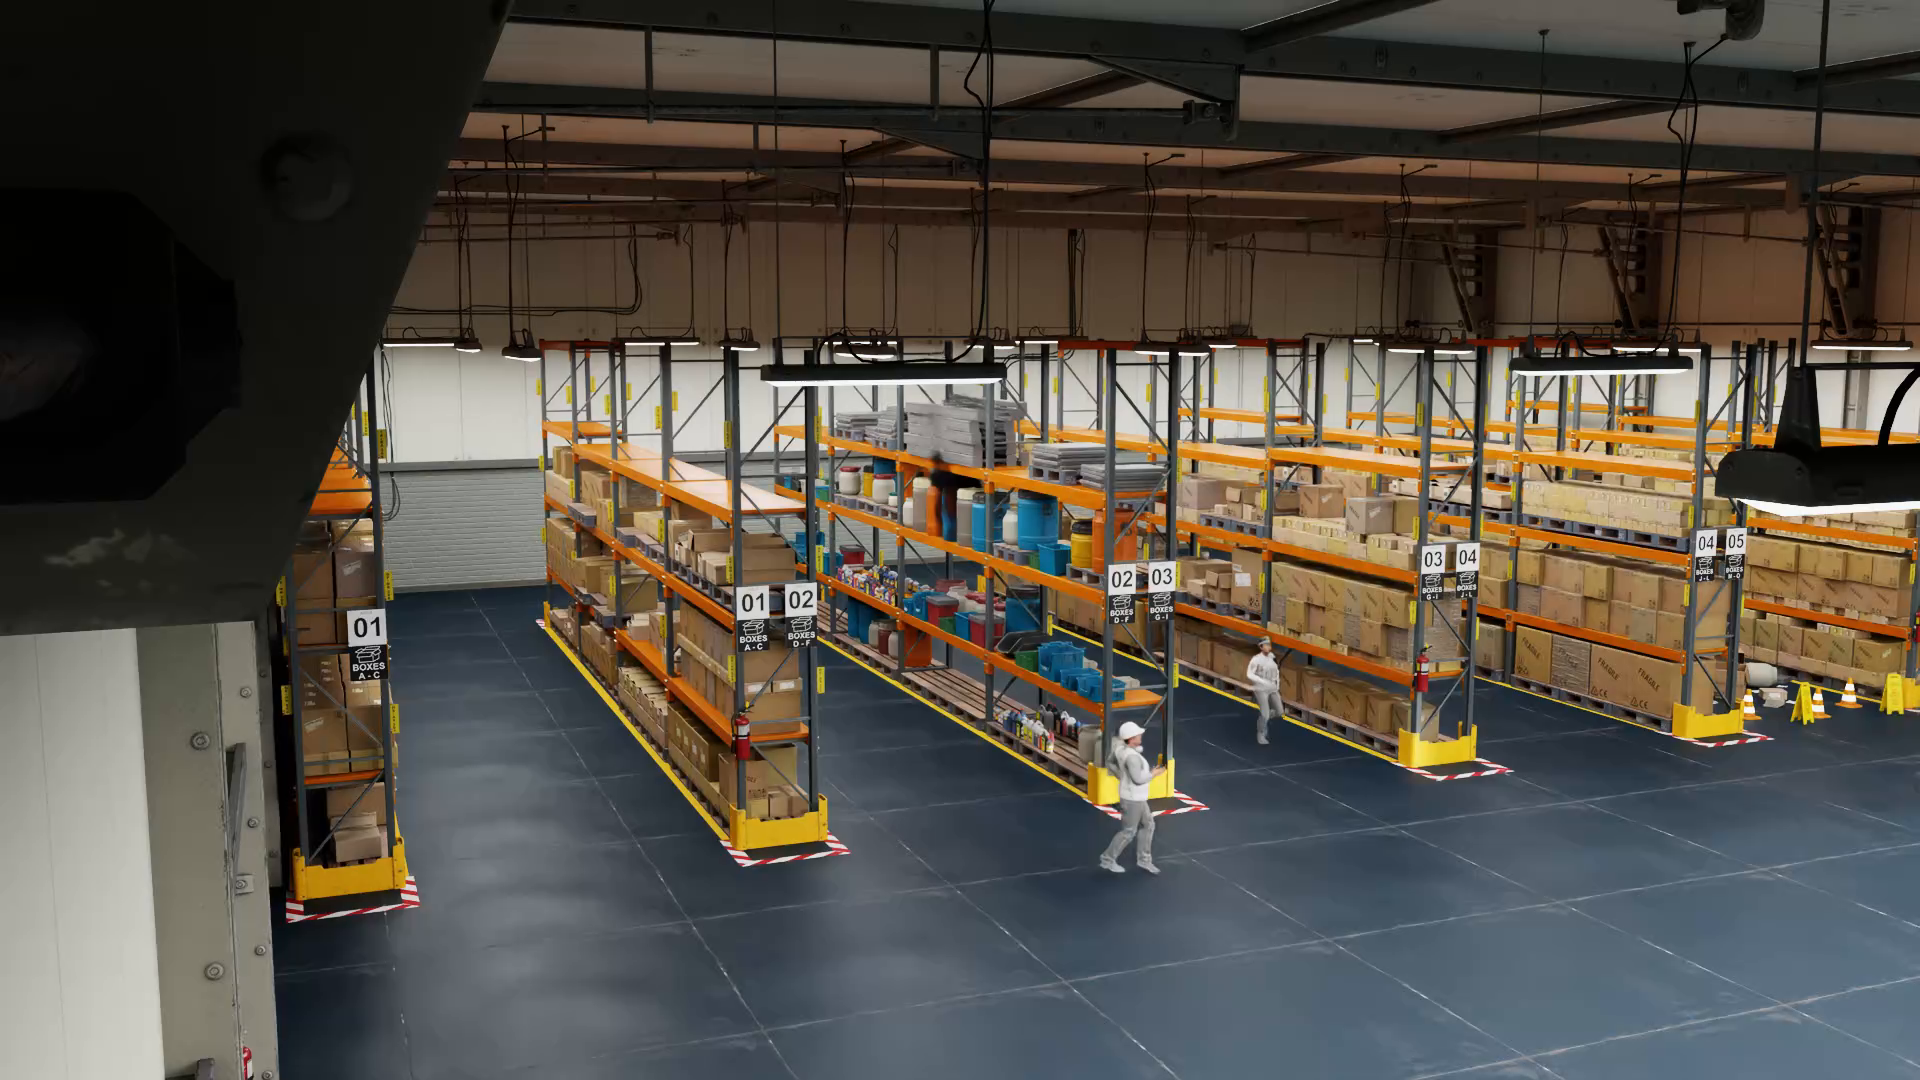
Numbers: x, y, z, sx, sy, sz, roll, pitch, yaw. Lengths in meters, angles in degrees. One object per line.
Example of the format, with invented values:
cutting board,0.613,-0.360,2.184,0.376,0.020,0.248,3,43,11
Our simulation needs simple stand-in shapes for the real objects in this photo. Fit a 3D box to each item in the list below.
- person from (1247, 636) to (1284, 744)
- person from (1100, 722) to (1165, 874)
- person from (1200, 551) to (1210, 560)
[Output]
person,4.623,2.259,25.031,0.681,1.655,0.494,-4,9,-30
person,1.972,2.977,19.055,0.740,1.820,0.641,0,7,-1
person,4.948,1.084,33.924,0.676,1.750,0.639,-3,8,-22
